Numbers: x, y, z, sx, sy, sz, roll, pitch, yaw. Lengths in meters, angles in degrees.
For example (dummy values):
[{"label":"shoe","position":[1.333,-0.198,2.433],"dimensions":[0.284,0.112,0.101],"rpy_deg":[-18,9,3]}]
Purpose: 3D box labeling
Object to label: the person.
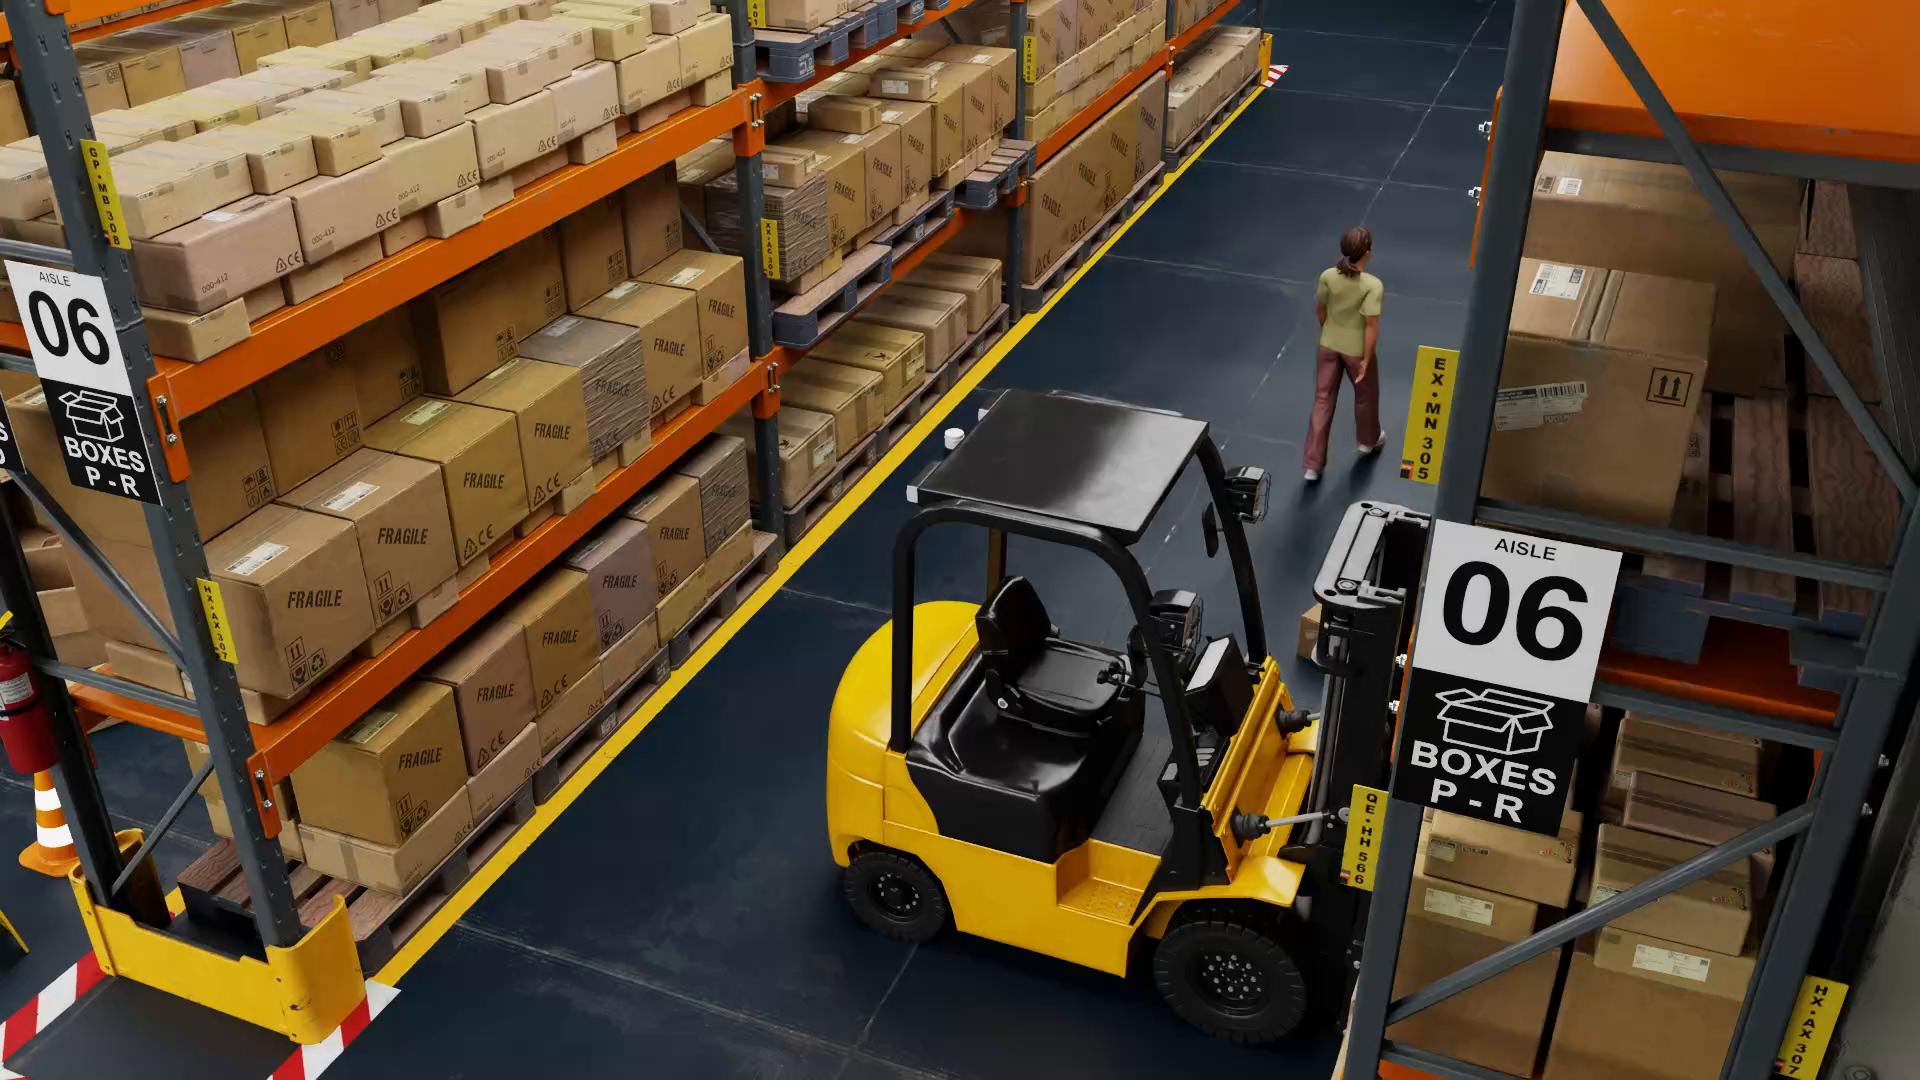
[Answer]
[{"label":"person","position":[2.484,-1.249,10.556],"dimensions":[0.452,1.636,0.868],"rpy_deg":[16,33,26]}]
